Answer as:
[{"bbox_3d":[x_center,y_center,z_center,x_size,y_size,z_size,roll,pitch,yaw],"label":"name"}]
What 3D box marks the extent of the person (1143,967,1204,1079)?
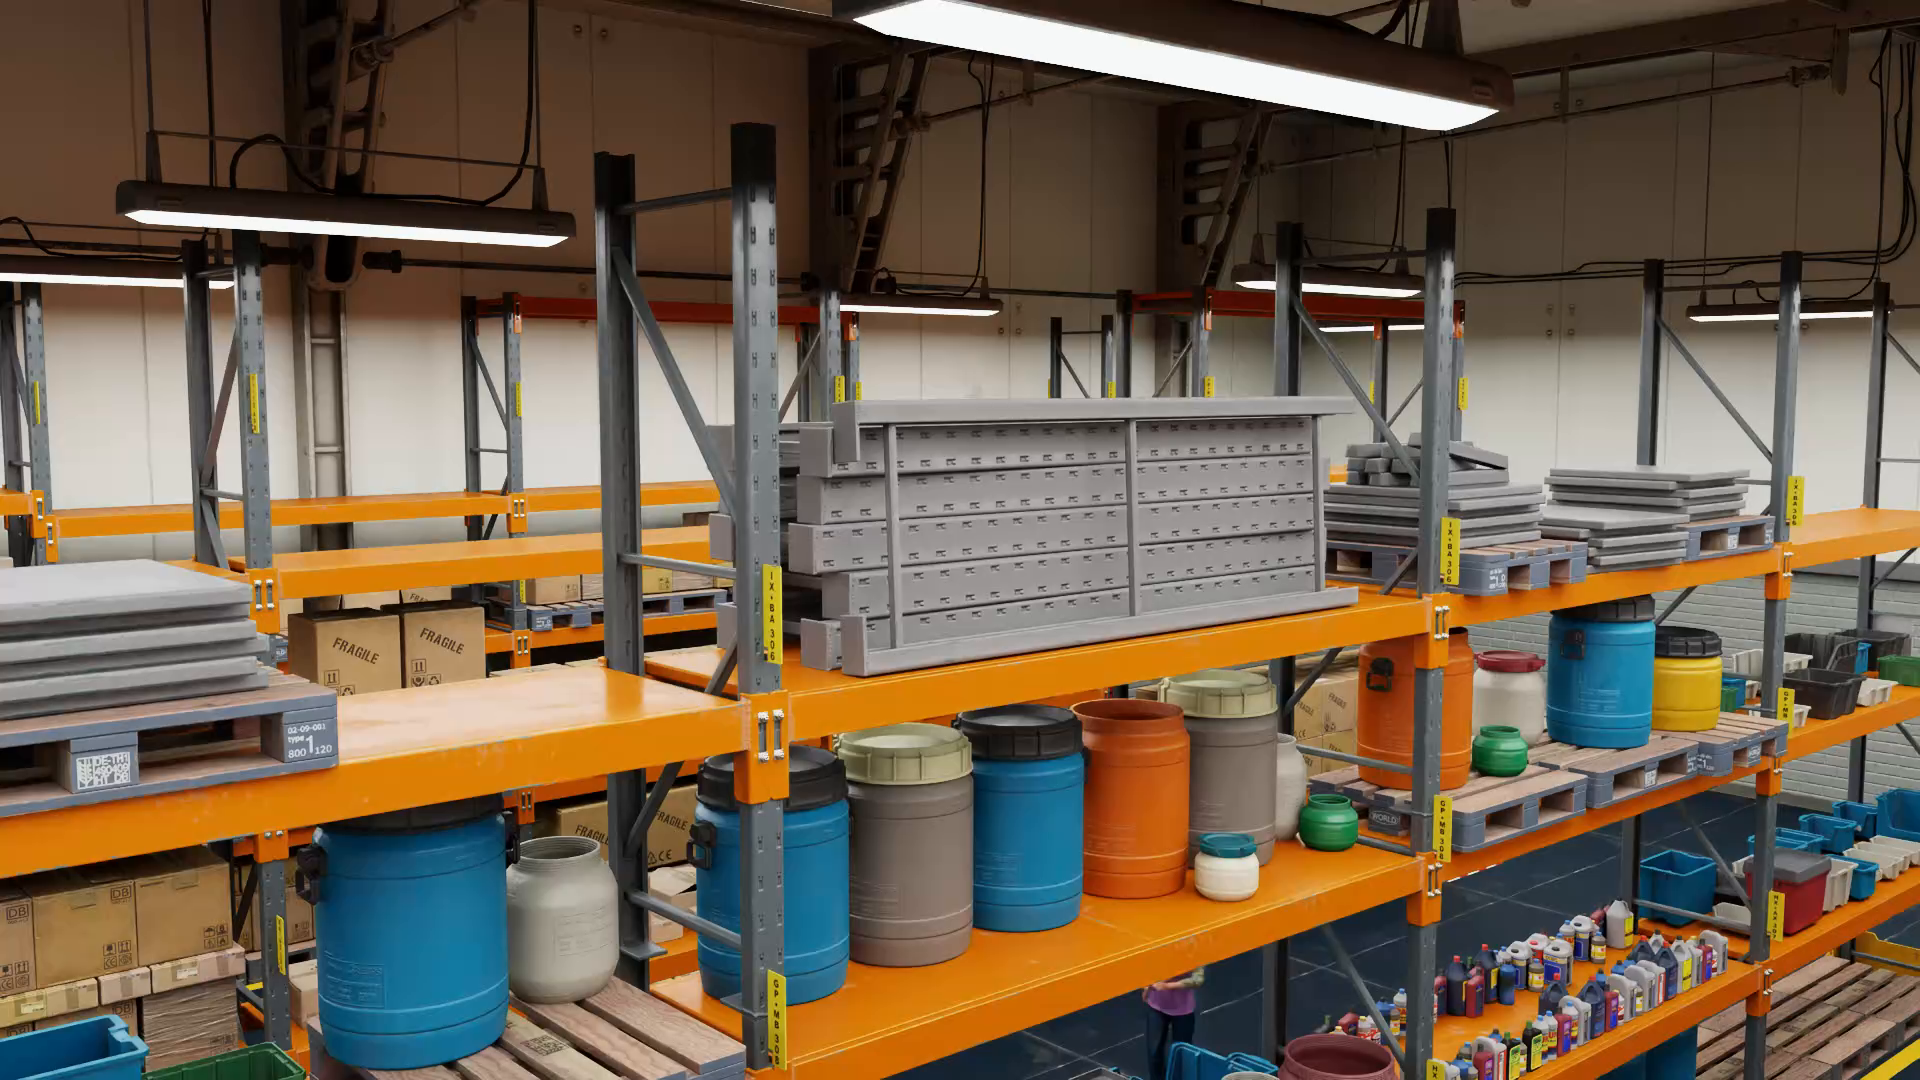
[{"bbox_3d":[1.510,3.267,11.651,0.538,1.576,0.804,5,7,41],"label":"person"}]
